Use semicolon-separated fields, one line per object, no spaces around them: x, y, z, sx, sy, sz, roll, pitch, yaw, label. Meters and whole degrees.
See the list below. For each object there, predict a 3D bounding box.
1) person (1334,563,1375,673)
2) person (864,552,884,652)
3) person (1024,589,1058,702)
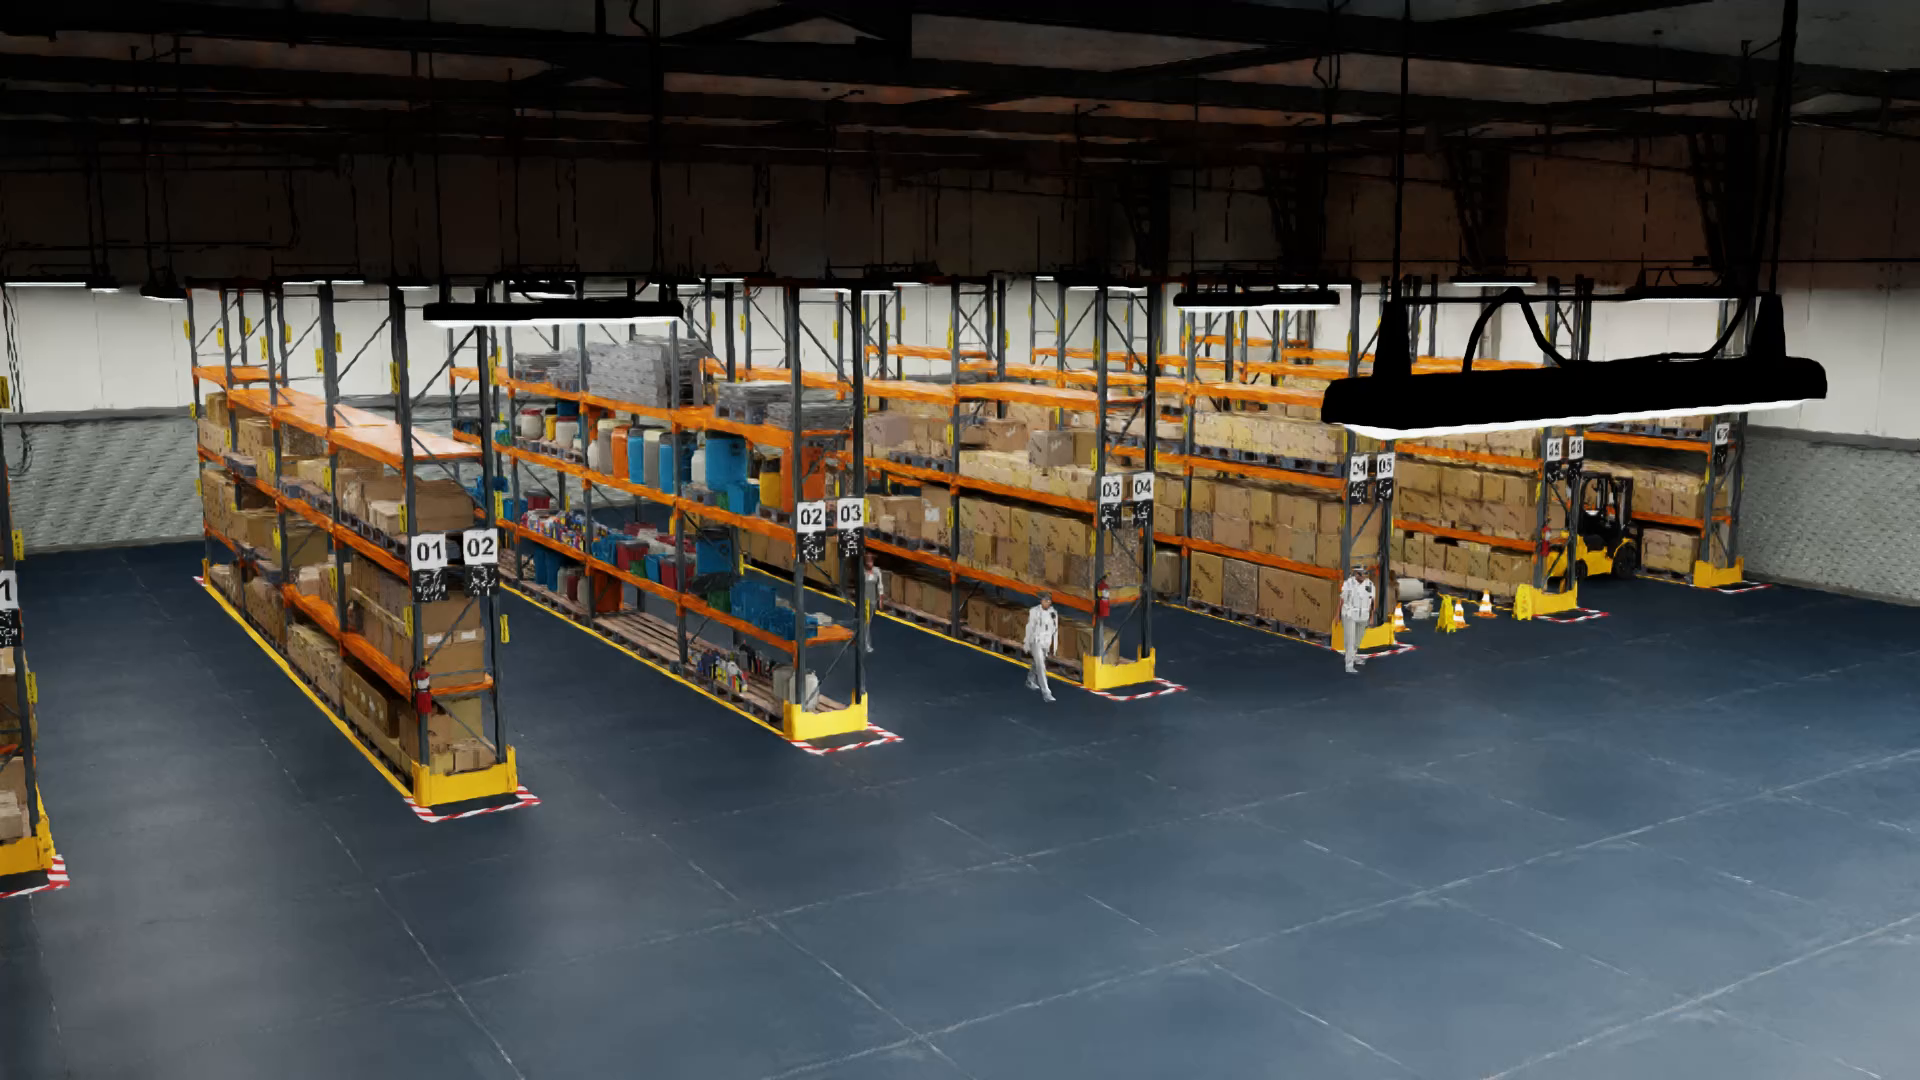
6.165;1.181;25.843;0.583;1.711;0.967;-1;10;-8;person
-1.425;0.936;26.071;0.408;1.529;0.959;-4;10;-23;person
1.225;1.486;24.245;0.494;1.586;1.068;-5;11;-28;person
